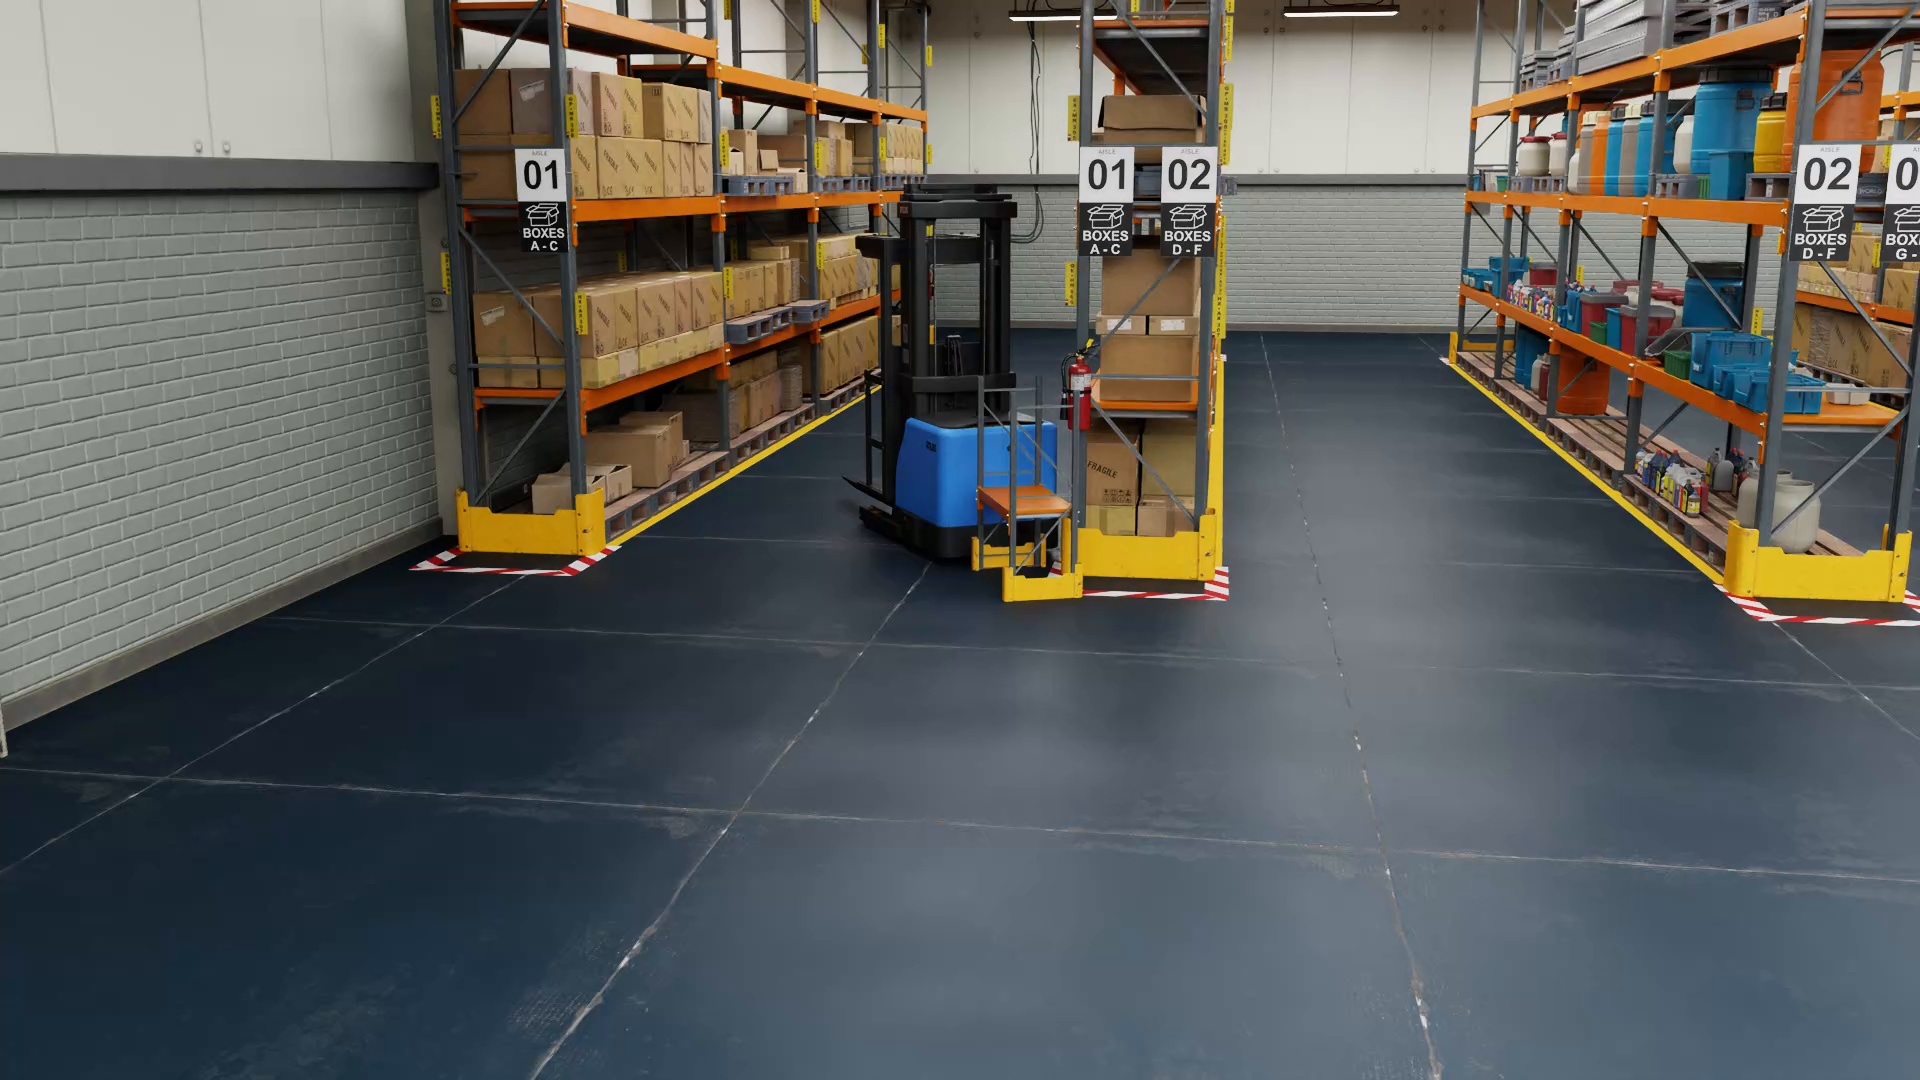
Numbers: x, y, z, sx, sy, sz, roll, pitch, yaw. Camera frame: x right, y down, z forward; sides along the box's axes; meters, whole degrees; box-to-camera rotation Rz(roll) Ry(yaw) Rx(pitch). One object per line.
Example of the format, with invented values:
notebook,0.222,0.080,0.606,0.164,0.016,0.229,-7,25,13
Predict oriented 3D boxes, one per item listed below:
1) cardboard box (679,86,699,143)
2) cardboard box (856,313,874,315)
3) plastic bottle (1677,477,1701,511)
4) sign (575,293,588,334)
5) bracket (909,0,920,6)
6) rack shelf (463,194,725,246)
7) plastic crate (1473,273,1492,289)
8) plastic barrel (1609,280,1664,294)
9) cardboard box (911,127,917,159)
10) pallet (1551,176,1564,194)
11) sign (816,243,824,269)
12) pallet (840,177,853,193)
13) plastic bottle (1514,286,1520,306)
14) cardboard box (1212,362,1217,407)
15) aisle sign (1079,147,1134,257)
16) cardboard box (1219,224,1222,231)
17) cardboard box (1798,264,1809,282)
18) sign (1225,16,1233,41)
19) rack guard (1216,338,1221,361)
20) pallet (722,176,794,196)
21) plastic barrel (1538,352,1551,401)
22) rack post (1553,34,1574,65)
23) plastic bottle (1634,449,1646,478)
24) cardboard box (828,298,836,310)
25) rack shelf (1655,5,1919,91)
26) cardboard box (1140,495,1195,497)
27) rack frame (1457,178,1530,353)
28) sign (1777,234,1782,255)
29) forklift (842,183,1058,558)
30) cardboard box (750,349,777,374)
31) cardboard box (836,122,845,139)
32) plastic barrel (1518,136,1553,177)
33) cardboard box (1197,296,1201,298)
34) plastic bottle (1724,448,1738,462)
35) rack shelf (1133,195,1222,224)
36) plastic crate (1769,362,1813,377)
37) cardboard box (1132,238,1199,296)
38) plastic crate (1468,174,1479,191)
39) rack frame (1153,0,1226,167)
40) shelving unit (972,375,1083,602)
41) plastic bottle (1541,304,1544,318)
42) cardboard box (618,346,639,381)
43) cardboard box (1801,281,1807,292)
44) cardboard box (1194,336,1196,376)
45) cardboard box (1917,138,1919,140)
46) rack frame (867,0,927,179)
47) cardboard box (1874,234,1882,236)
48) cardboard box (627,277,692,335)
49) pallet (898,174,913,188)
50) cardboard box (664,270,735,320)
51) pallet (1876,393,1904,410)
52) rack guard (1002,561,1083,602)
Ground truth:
cardboard box,-2.789,-3.995,15.633,0.500,0.500,0.500,3,12,12
cardboard box,-1.480,-3.575,26.858,0.380,0.149,0.250,2,12,8
plastic bottle,6.184,-0.387,14.092,0.152,0.276,0.135,2,12,9
sign,-2.984,-1.782,13.089,0.100,0.325,0.005,2,12,9
bracket,-0.811,-10.435,32.510,0.076,0.066,3.189,2,12,9
rack shelf,-3.213,-2.908,14.953,1.077,0.370,4.000,2,12,9
plastic crate,8.164,-4.019,25.778,0.416,0.233,0.300,2,12,9
plastic barrel,7.727,-2.681,18.992,0.600,0.536,0.708,2,12,9
cardboard box,-0.990,-6.456,27.053,0.500,0.500,0.500,2,12,10
pallet,7.713,-4.251,19.928,1.003,0.211,1.213,2,12,9
sign,-1.752,-3.554,20.803,0.100,0.325,0.005,2,12,9
pallet,-2.074,-4.785,22.404,1.003,0.211,1.213,2,12,11
plastic bottle,7.565,-3.307,22.526,0.097,0.271,0.097,0,12,0
cardboard box,2.958,-1.961,20.862,0.500,0.500,0.500,2,12,11
aisle sign,1.074,-2.484,12.227,0.394,0.787,0.004,2,12,9
cardboard box,3.808,-4.664,25.903,0.500,0.500,0.500,2,12,10
cardboard box,13.209,-4.098,25.541,0.500,0.250,0.500,2,12,8
sign,3.770,-7.165,23.287,0.100,0.325,0.005,2,12,9
rack guard,3.824,-3.310,28.165,1.175,0.500,0.348,2,12,9
pallet,-2.549,-3.925,18.412,1.213,0.211,1.003,2,12,9
plastic barrel,7.731,-2.085,21.275,0.600,0.588,0.708,2,12,9
rack post,7.570,-5.769,19.582,0.954,0.300,0.937,2,12,9
plastic bottle,6.402,-0.718,15.635,0.097,0.271,0.097,0,12,0
cardboard box,-1.839,-3.095,21.783,0.380,0.149,0.250,2,12,10
rack shelf,6.576,-3.858,13.190,1.077,0.370,4.000,2,12,9
cardboard box,1.750,-0.287,13.734,0.500,0.250,0.500,2,12,9
rack frame,8.729,-4.386,27.227,1.000,3.000,0.127,2,12,9
sign,13.076,-4.707,26.472,0.100,0.325,0.005,2,12,9
forklift,-0.236,-1.555,14.250,1.130,2.935,3.031,-5,13,-22
cardboard box,-2.499,-2.134,19.883,0.500,0.250,0.500,2,12,10
cardboard box,-1.940,-5.793,23.571,0.500,0.250,0.500,3,12,13
plastic barrel,7.786,-5.190,22.518,0.433,0.535,0.433,0,12,0
cardboard box,1.963,-2.088,14.784,0.380,0.149,0.250,2,12,10
plastic bottle,7.070,-0.665,15.203,0.144,0.351,0.185,2,12,7
rack shelf,2.298,-3.581,18.076,1.077,0.370,4.000,2,12,9
plastic crate,6.884,-1.413,14.057,0.530,0.136,0.437,2,12,9
cardboard box,1.774,-2.431,14.836,0.700,0.500,0.500,2,12,9
plastic crate,8.395,-5.718,26.595,0.497,0.269,0.590,2,12,9
rack frame,3.220,-6.648,23.480,1.000,3.000,0.127,2,12,9
shelving unit,0.488,-0.414,12.356,0.587,1.500,1.083,-3,12,-12
plastic bottle,7.256,-2.854,20.589,0.097,0.201,0.097,0,12,0
cardboard box,-3.066,-1.513,14.203,0.500,0.250,0.500,1,12,7
cardboard box,13.127,-3.879,25.468,0.380,0.149,0.250,2,12,8
cardboard box,1.617,-1.575,13.946,0.700,0.500,0.500,2,12,9
cardboard box,12.929,-4.993,21.686,0.700,0.500,0.500,2,12,10
rack frame,-1.060,-7.640,28.085,1.000,3.000,0.127,2,12,9
cardboard box,13.493,-4.134,23.926,0.500,0.500,0.500,1,12,7
cardboard box,-2.832,-2.195,15.589,0.500,0.500,0.500,2,12,7
pallet,-1.349,-5.721,26.510,1.003,0.211,1.213,2,12,9
cardboard box,-2.793,-2.578,17.555,0.700,0.500,0.500,2,12,9
pallet,12.964,-1.867,22.156,1.003,0.211,1.213,2,12,9
rack guard,0.596,0.299,12.012,0.587,0.250,0.087,-3,12,-12
